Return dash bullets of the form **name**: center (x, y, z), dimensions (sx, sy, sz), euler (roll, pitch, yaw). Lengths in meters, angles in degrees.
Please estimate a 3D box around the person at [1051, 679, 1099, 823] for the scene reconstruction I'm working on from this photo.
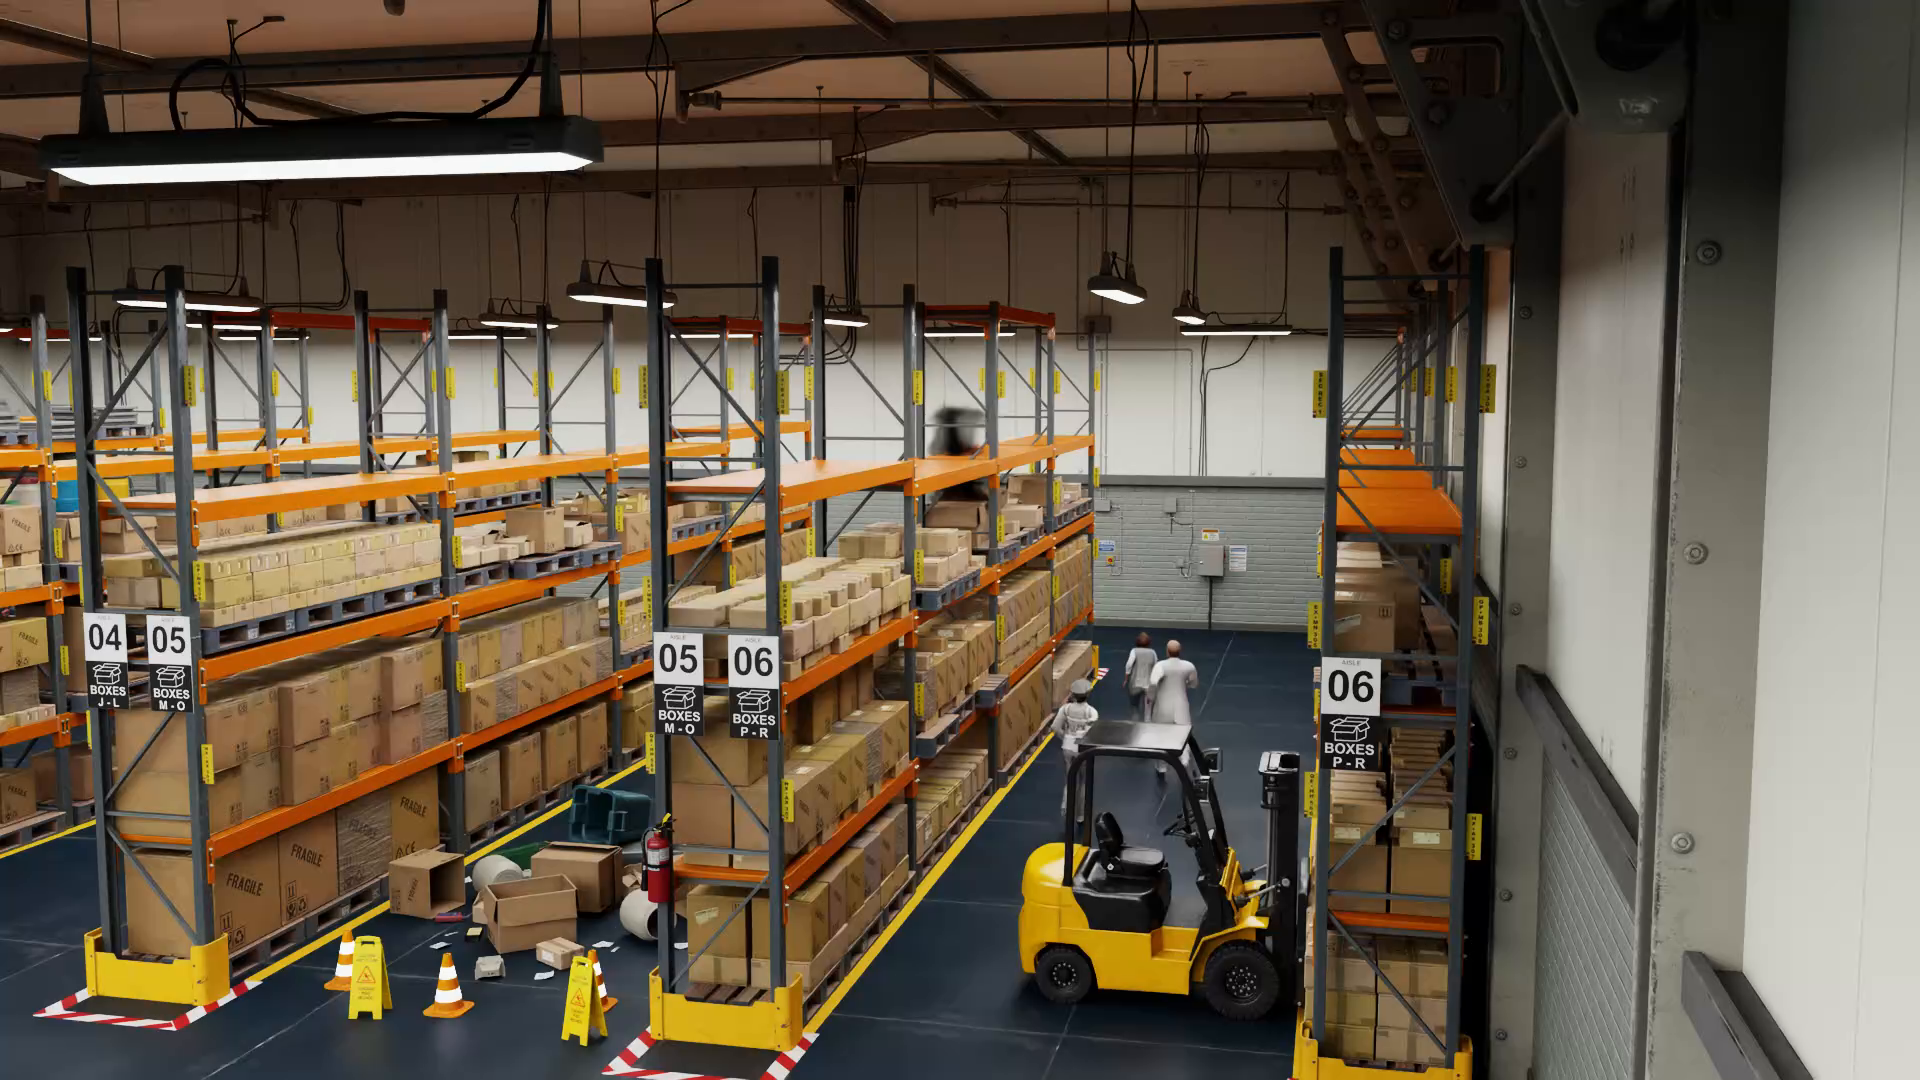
- **person**: center (1.298, 2.443, 18.803), dimensions (0.620, 1.714, 0.742), euler (2, 6, 23)

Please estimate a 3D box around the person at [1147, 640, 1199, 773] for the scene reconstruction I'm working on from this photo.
- **person**: center (2.690, 2.131, 21.075), dimensions (0.696, 1.751, 1.063), euler (0, 6, -5)

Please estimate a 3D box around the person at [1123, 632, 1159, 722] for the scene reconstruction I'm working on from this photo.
- **person**: center (2.505, 2.087, 22.881), dimensions (0.534, 1.538, 0.904), euler (0, 6, 2)
